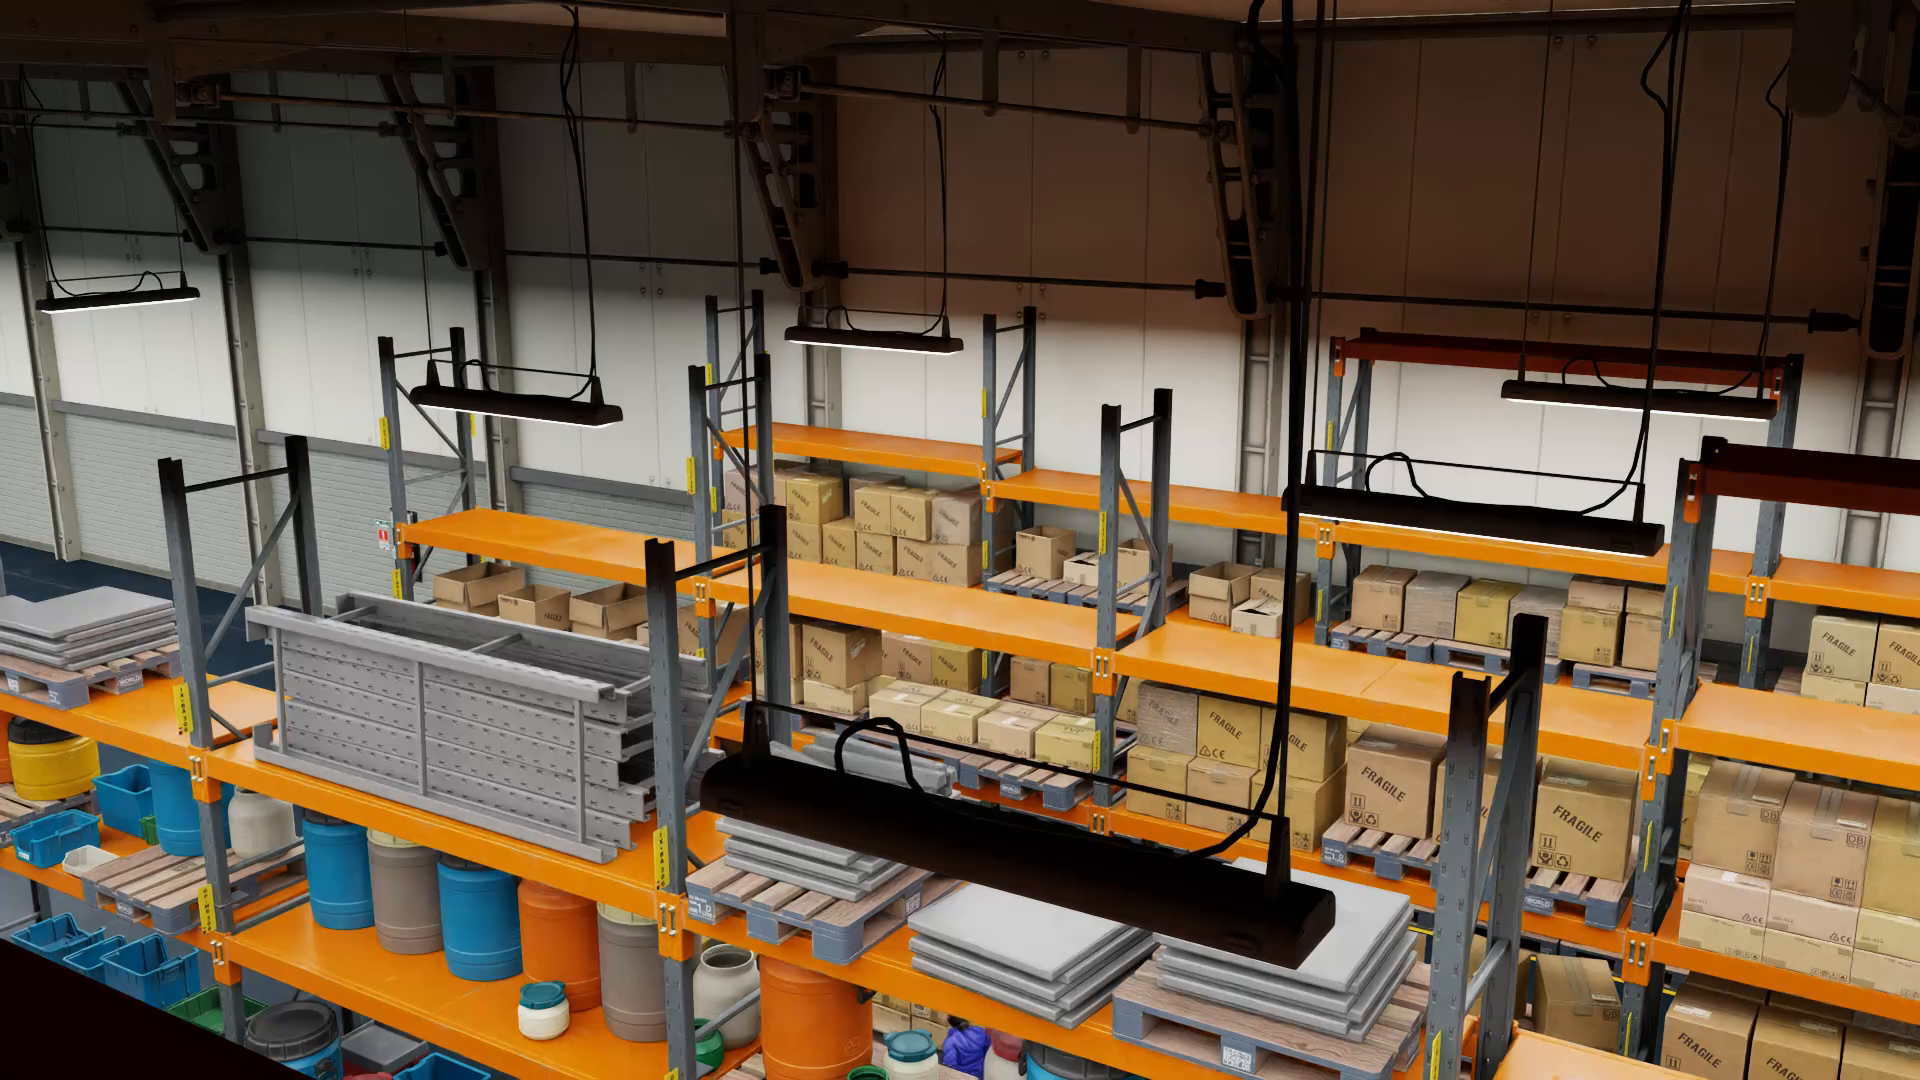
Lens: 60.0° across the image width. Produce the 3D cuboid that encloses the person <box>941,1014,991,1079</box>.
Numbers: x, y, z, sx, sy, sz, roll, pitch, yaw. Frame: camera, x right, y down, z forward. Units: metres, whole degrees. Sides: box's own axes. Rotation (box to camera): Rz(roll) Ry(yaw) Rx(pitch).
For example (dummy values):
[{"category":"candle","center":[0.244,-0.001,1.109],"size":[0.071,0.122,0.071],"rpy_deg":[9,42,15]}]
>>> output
[{"category":"person","center":[0.078,4.285,12.651],"size":[0.732,1.570,0.627],"rpy_deg":[12,18,41]}]
